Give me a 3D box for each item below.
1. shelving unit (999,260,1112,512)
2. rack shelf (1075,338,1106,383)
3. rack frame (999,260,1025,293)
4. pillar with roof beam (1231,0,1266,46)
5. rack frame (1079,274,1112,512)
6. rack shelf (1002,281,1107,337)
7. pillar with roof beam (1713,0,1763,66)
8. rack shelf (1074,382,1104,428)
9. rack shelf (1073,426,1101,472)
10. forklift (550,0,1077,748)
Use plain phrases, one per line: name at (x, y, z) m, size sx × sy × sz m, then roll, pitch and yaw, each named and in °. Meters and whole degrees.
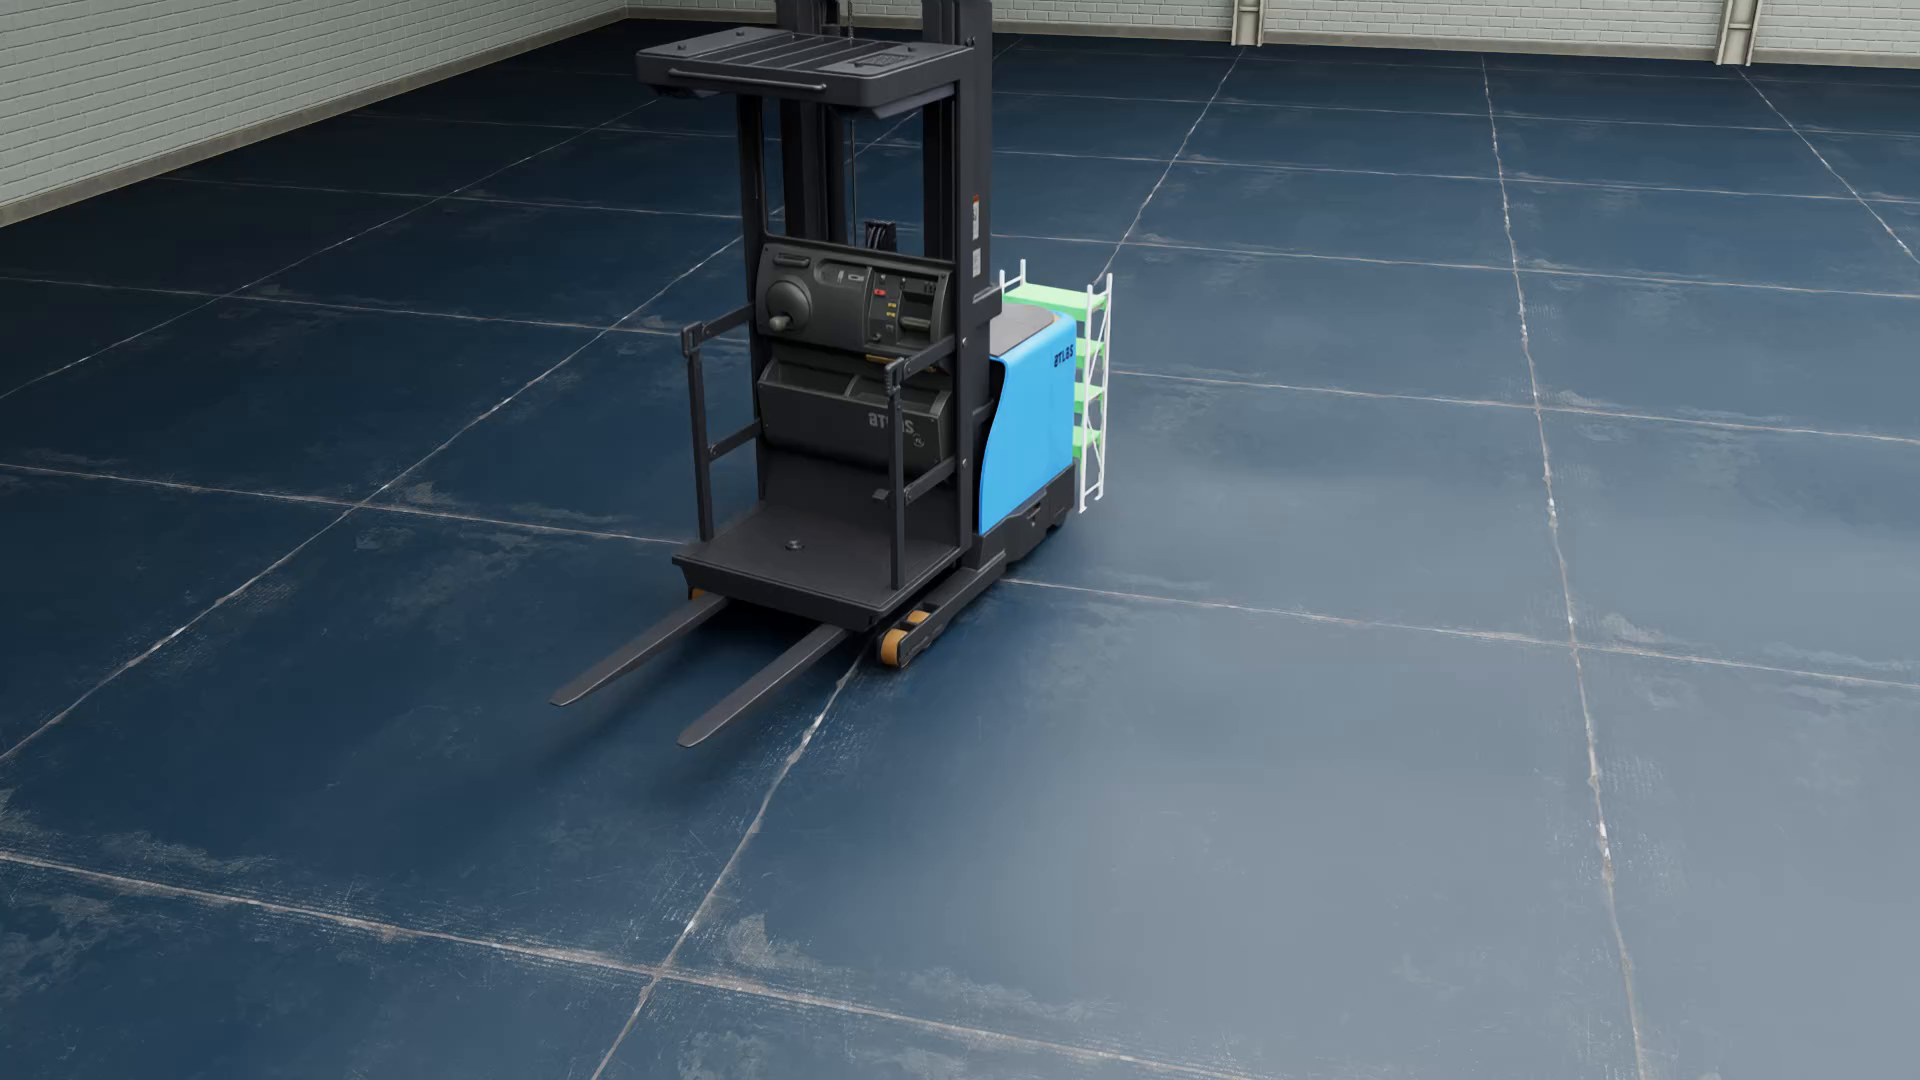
shelving unit at (0.472, -0.784, 8.500) m, size 0.503 × 1.200 × 0.258 m, roll 14°, pitch 29°, yaw 27°
rack shelf at (0.473, -0.943, 8.425) m, size 0.480 × 0.148 × 0.258 m, roll 14°, pitch 29°, yaw 27°
rack frame at (0.262, -0.837, 8.612) m, size 0.015 × 1.200 × 0.240 m, roll 14°, pitch 29°, yaw 27°
pillar with roof beam at (2.742, -8.865, 16.402) m, size 0.400 × 9.000 × 9.100 m, roll 6°, pitch 26°, yaw 13°
rack frame at (0.682, -0.731, 8.387) m, size 0.015 × 1.200 × 0.240 m, roll 14°, pitch 29°, yaw 27°
rack shelf at (0.473, -1.160, 8.322) m, size 0.480 × 0.148 × 0.258 m, roll 14°, pitch 29°, yaw 27°
pillar with roof beam at (8.553, -8.223, 15.053) m, size 0.400 × 9.000 × 9.100 m, roll 6°, pitch 26°, yaw 13°
rack shelf at (0.472, -0.726, 8.527) m, size 0.480 × 0.148 × 0.258 m, roll 14°, pitch 29°, yaw 27°
rack shelf at (0.472, -0.509, 8.629) m, size 0.480 × 0.148 × 0.258 m, roll 14°, pitch 29°, yaw 27°
forklift at (-0.567, -0.998, 6.937) m, size 1.130 × 2.935 × 3.031 m, roll 13°, pitch 28°, yaw 26°
